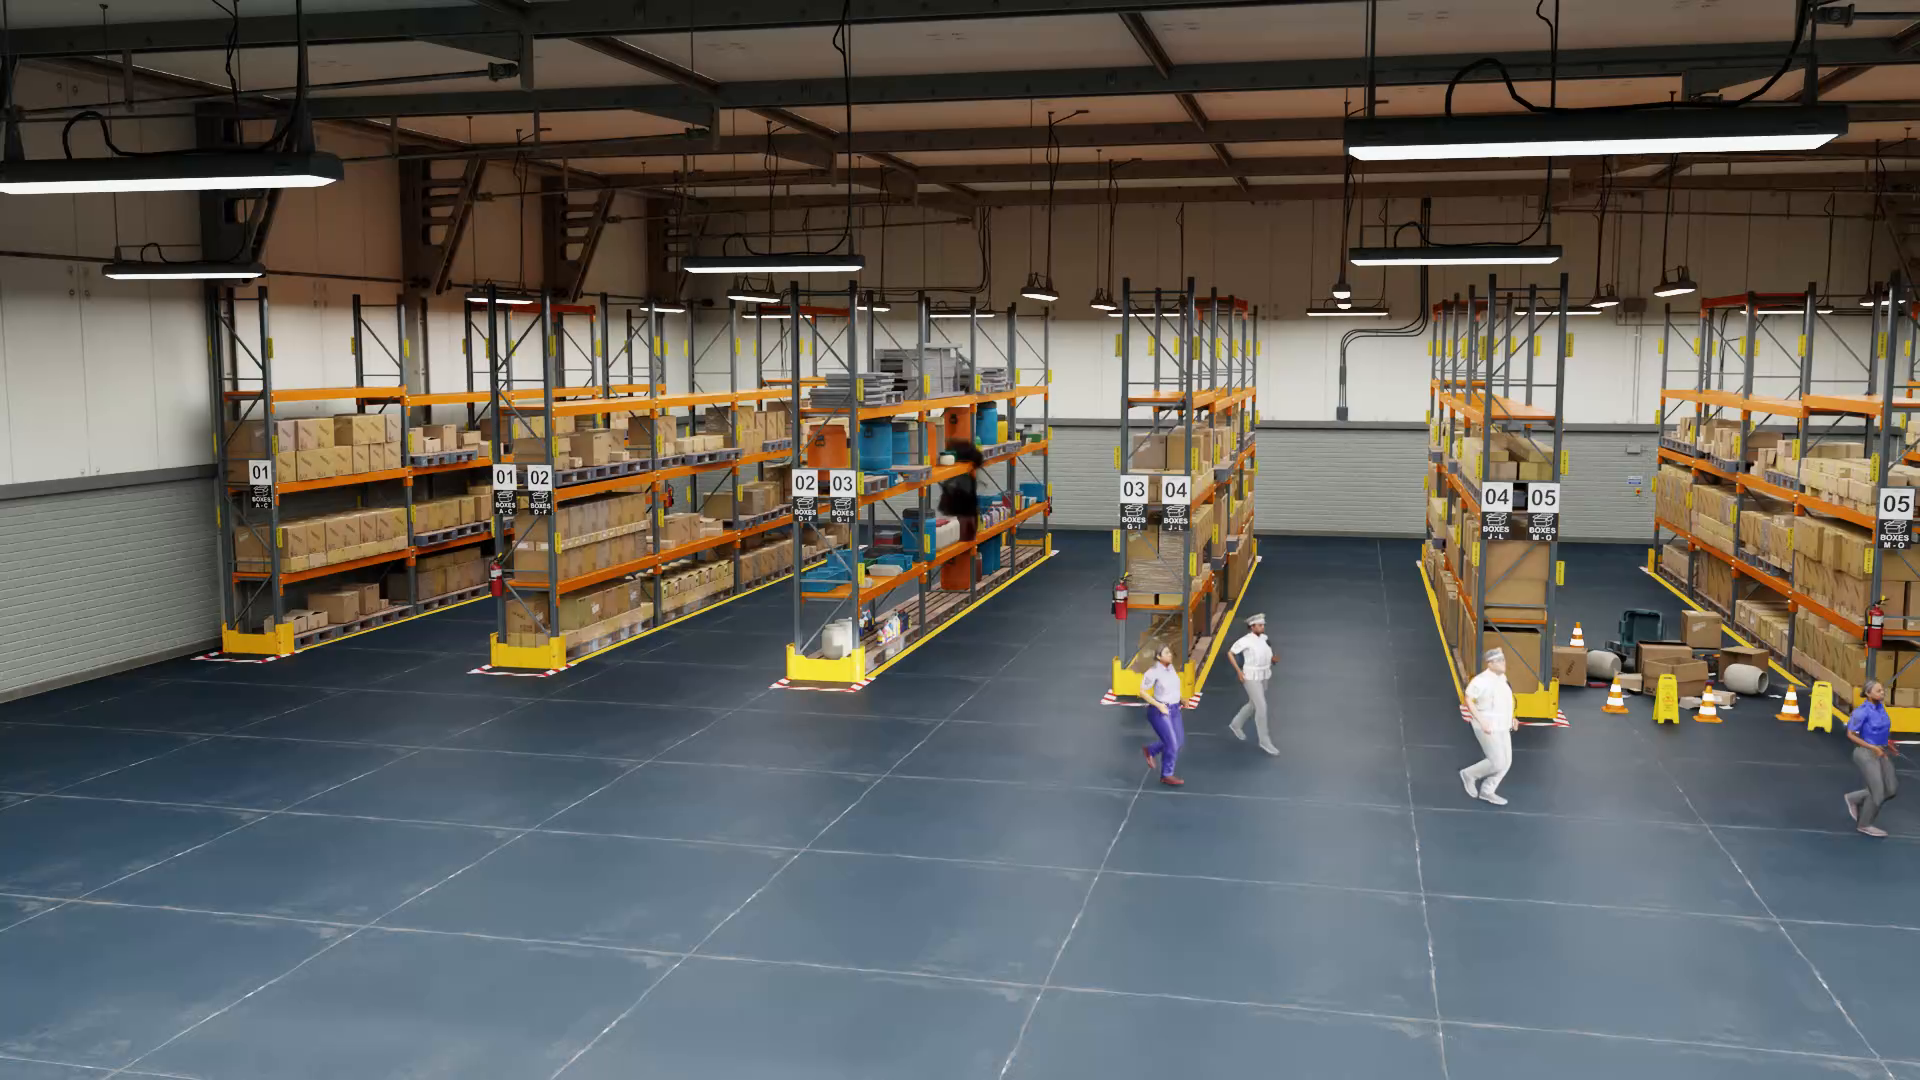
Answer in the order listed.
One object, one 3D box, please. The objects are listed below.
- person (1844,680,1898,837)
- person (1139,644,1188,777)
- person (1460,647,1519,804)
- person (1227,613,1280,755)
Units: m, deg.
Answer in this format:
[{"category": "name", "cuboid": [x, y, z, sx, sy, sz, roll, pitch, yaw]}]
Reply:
[{"category": "person", "cuboid": [9.398, 2.238, 17.183, 0.573, 1.603, 0.584, -4, 7, -29]}, {"category": "person", "cuboid": [2.338, 1.976, 19.265, 0.574, 1.524, 0.611, 6, 9, 43]}, {"category": "person", "cuboid": [5.848, 2.041, 18.364, 0.658, 1.742, 0.548, -5, 9, -40]}, {"category": "person", "cuboid": [3.693, 1.764, 20.816, 0.564, 1.709, 0.887, -6, 9, -42]}]
